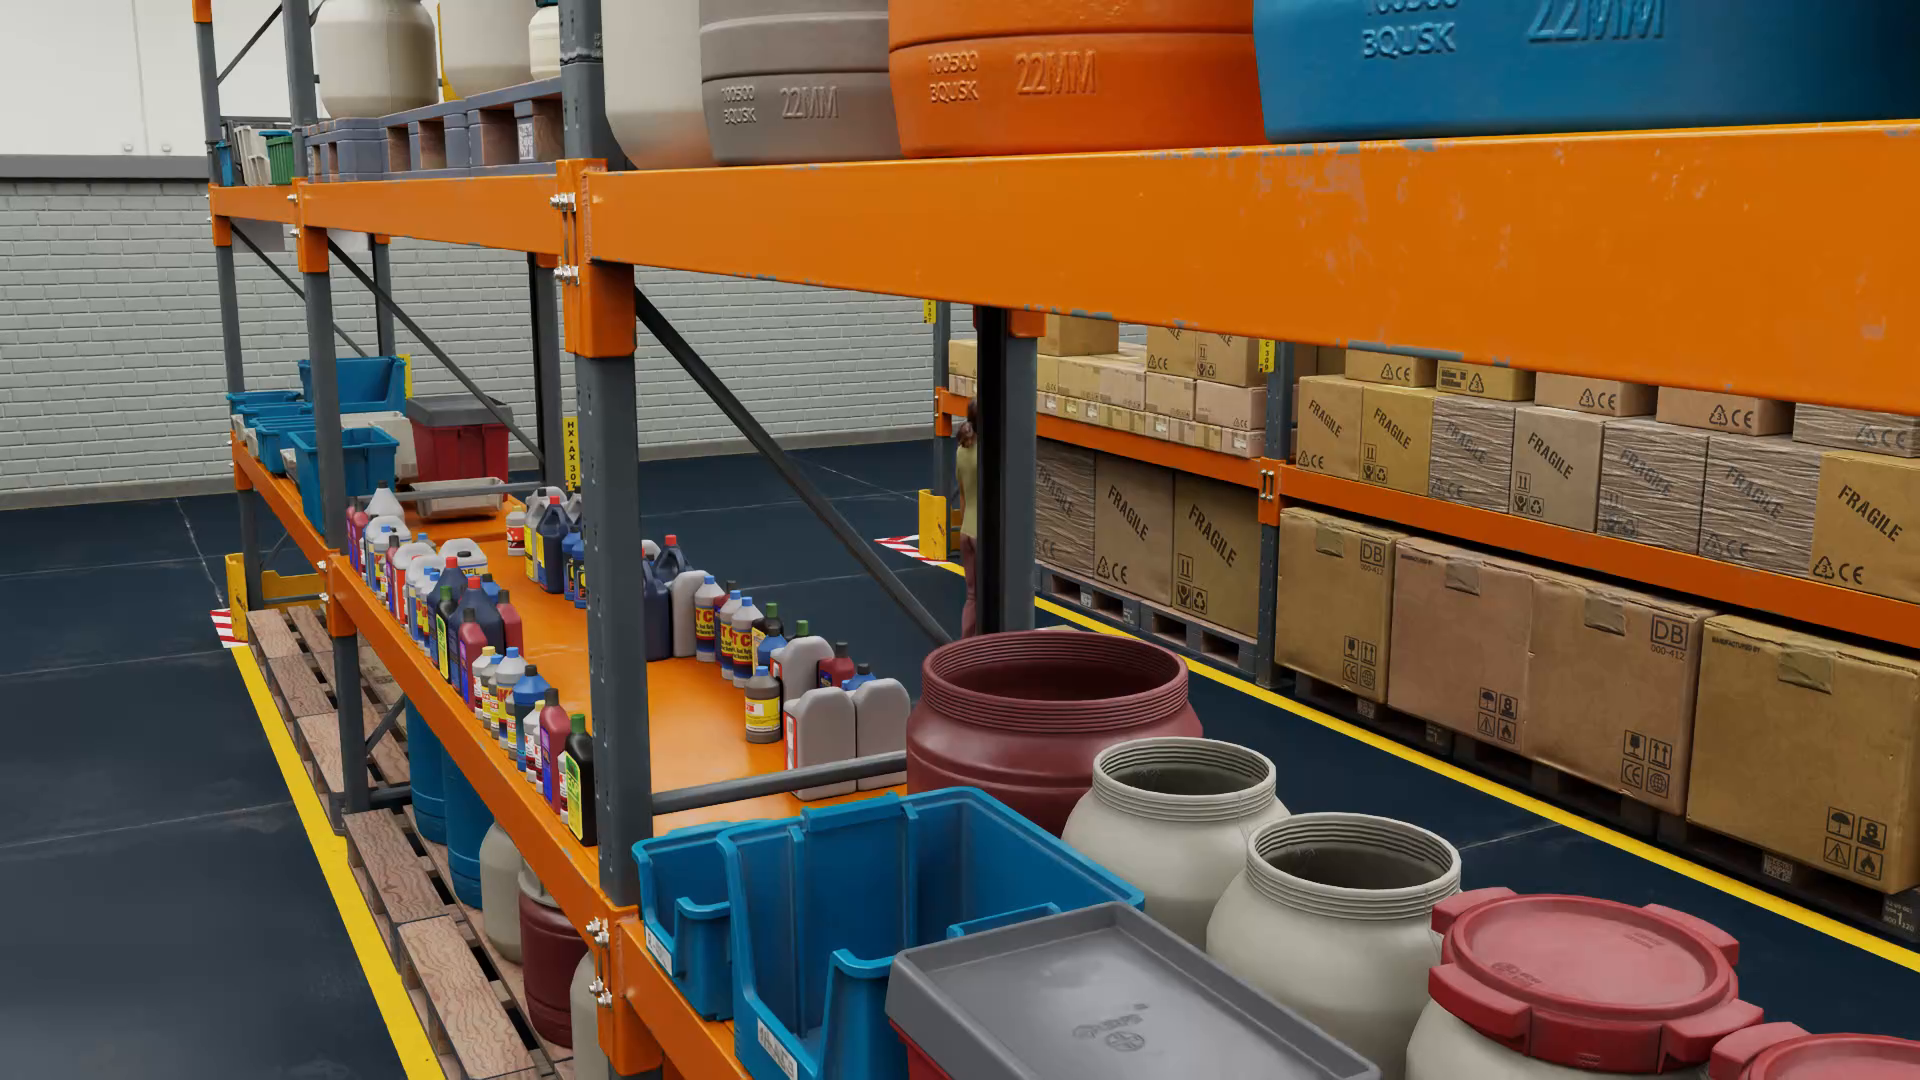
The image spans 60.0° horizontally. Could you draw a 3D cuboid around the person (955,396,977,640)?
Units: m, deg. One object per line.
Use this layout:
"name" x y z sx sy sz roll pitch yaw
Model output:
"person" 0.134 0.014 9.410 0.354 1.670 0.441 -6 13 -27
